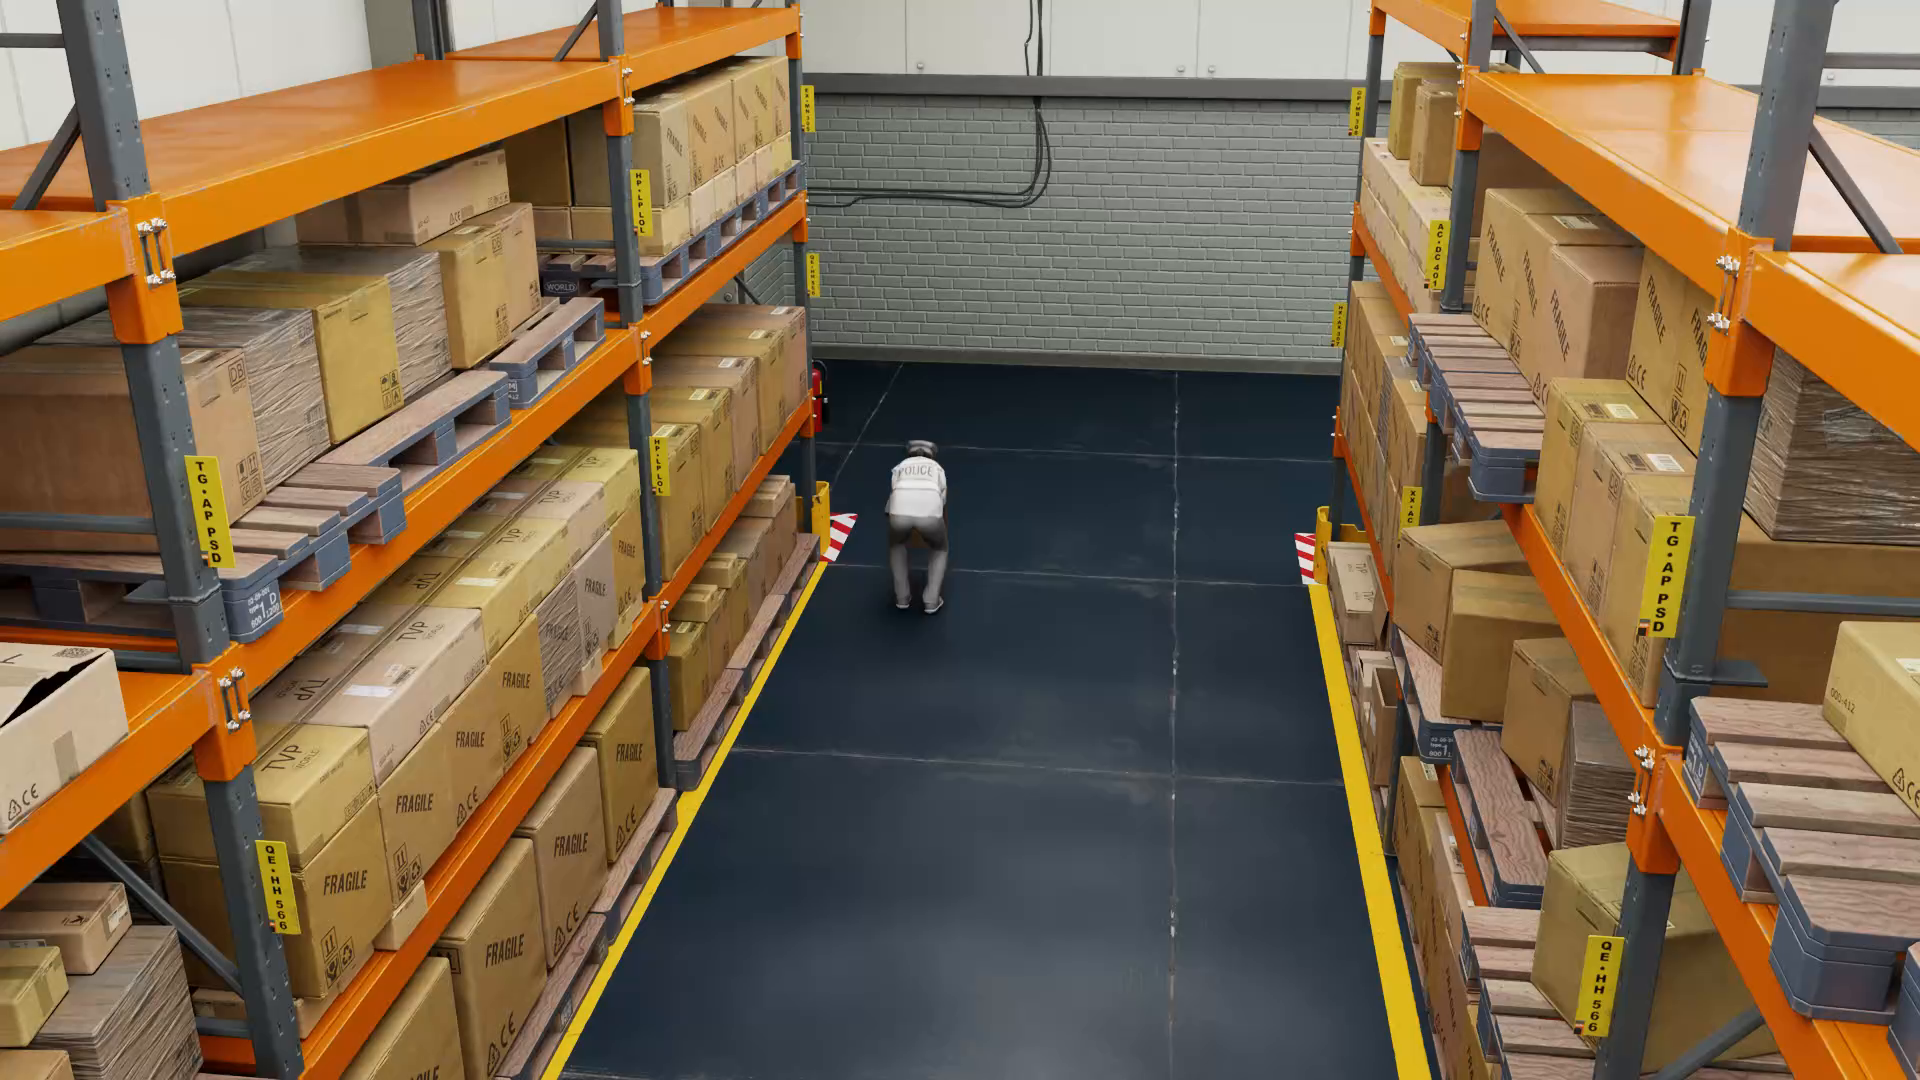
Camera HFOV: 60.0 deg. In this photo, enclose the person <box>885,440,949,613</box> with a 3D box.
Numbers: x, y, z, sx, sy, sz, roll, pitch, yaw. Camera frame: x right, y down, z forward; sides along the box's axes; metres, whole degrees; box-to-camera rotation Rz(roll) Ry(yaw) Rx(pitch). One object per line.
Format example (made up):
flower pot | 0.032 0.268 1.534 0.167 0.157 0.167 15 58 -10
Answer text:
person | -0.295 -0.101 12.097 0.439 1.120 0.929 1 21 4
